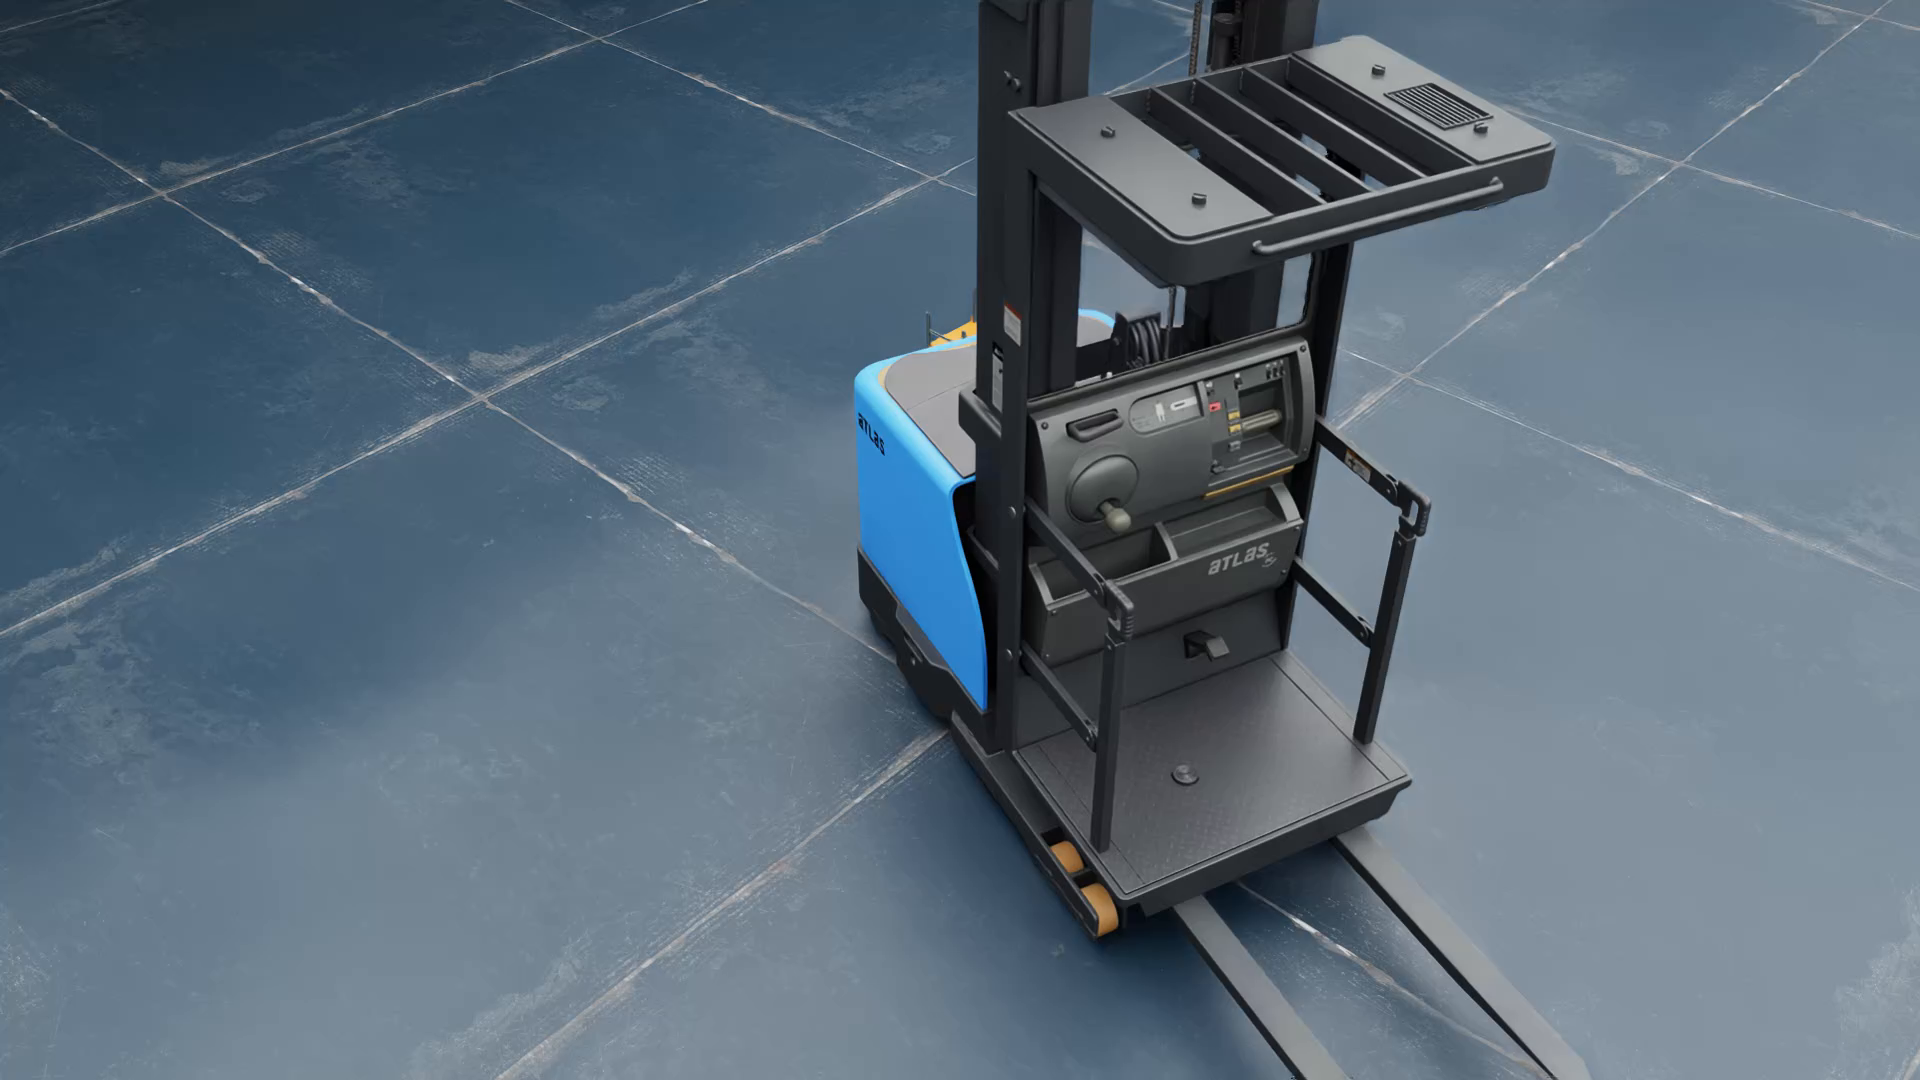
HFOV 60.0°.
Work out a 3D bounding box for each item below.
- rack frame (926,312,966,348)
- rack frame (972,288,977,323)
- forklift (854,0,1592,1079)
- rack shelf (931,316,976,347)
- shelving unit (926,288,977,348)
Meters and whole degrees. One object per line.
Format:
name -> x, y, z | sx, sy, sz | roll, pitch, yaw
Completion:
rack frame -> -0.051, -0.384, 6.390 | 0.200, 1.050, 0.008 | 31, 48, 33
rack frame -> 0.119, -0.493, 6.526 | 0.200, 1.050, 0.008 | 31, 48, 33
forklift -> 0.737, -0.230, 4.685 | 1.130, 2.935, 3.031 | -18, 42, -21
rack shelf -> 0.034, -0.652, 6.288 | 0.215, 0.259, 0.240 | 31, 48, 33
shelving unit -> 0.034, -0.439, 6.458 | 0.215, 1.050, 0.252 | 31, 48, 33
